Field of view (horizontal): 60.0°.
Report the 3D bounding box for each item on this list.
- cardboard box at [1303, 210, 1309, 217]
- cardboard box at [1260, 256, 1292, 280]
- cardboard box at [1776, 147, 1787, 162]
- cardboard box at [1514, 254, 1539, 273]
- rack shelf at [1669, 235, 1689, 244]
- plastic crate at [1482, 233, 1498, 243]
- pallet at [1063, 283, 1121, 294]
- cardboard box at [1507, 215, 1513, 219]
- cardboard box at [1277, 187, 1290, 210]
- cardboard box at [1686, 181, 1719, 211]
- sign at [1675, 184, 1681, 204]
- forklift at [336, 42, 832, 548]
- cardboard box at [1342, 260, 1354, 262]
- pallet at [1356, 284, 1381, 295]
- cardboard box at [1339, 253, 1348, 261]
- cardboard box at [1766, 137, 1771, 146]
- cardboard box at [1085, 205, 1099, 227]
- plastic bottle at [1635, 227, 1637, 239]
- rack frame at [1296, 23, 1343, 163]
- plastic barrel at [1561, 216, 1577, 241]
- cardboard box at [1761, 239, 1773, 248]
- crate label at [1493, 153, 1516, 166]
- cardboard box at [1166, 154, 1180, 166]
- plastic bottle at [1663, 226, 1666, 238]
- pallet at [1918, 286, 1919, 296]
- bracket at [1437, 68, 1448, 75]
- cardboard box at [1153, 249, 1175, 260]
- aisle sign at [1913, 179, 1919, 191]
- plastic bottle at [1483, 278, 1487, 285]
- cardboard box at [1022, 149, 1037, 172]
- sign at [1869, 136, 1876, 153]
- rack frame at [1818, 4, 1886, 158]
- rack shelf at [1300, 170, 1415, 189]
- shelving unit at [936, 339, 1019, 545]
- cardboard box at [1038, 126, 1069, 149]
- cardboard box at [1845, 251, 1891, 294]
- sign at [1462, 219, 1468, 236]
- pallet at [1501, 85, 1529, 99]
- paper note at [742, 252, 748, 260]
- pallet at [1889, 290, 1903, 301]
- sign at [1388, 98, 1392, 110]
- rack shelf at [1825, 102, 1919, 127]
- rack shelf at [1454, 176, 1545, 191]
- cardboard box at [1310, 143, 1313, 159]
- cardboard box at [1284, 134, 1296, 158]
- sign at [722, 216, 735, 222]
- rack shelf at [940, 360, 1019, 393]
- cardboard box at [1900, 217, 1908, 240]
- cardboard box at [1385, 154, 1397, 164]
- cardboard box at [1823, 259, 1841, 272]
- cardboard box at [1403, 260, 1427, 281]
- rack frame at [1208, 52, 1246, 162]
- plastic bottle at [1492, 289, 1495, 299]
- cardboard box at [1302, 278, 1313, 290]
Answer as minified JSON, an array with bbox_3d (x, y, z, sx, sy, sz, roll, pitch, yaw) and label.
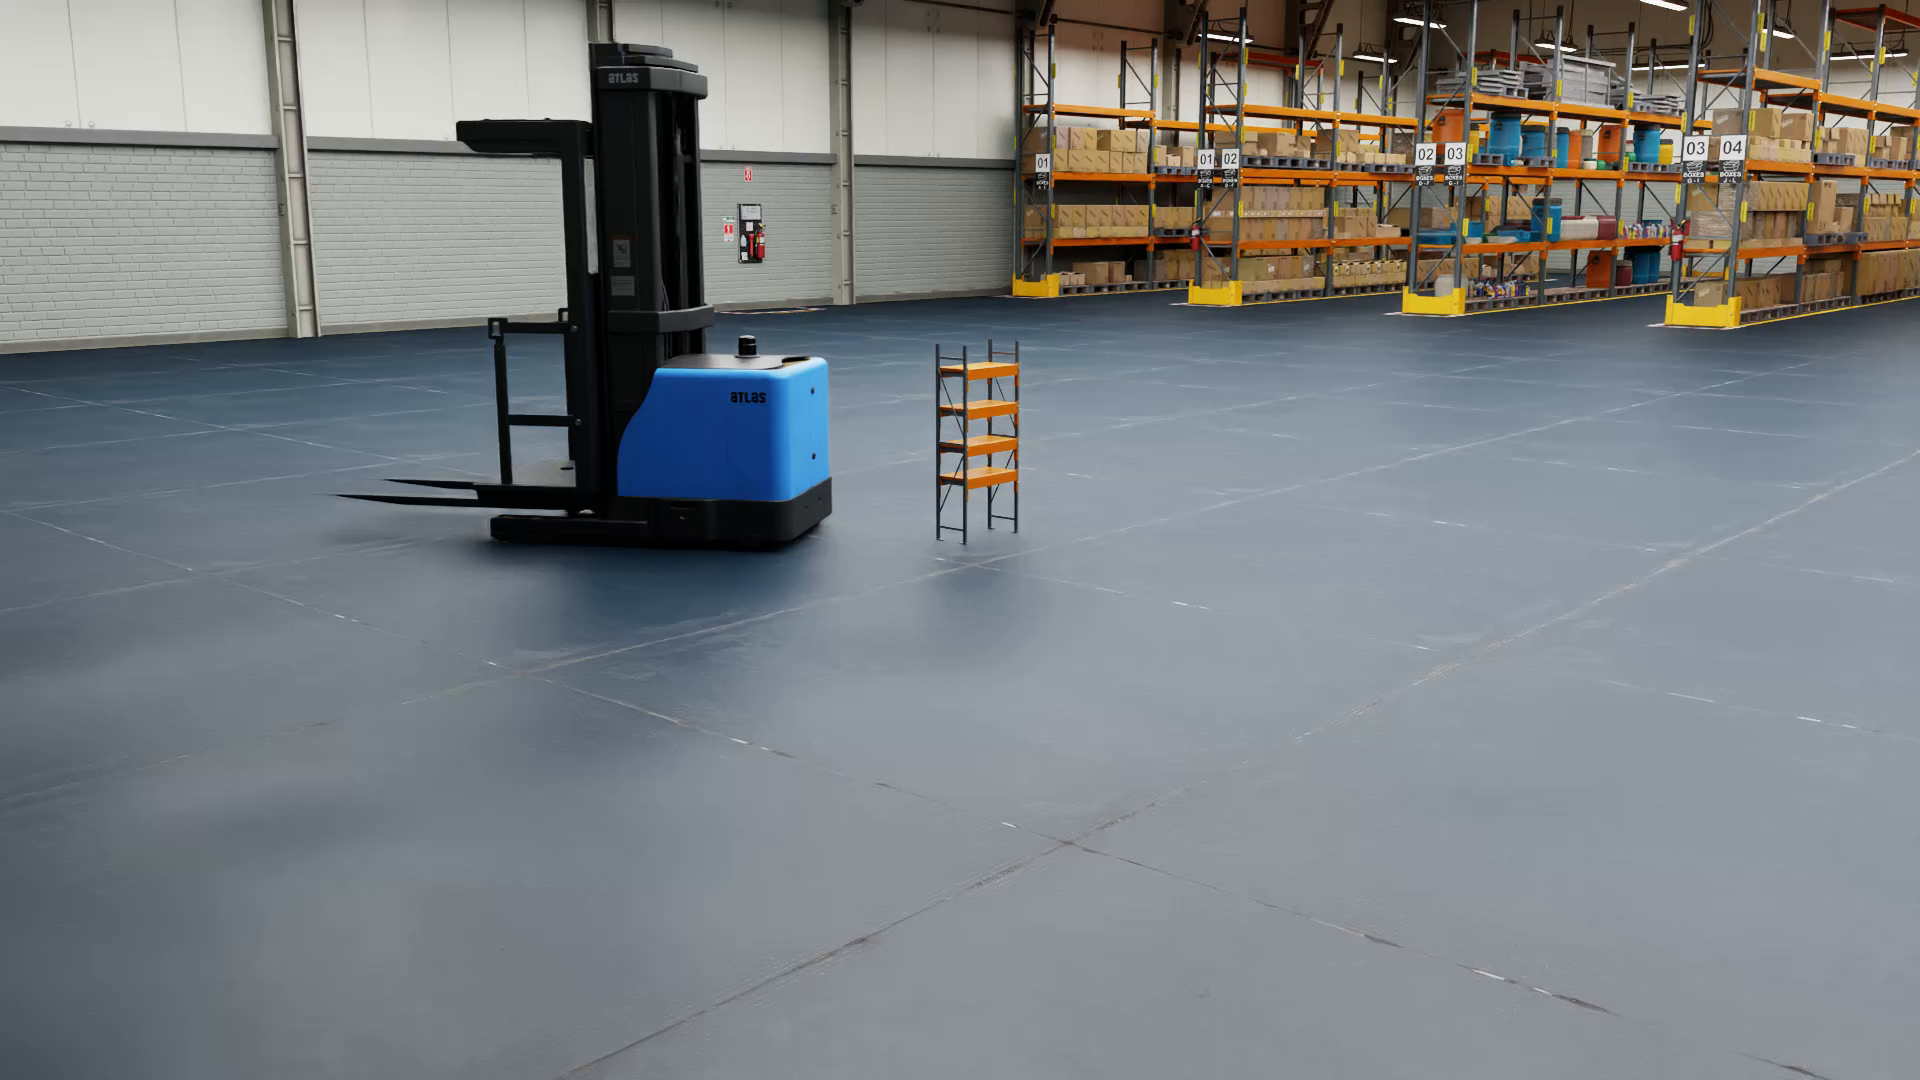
[{"bbox_3d":[7.534,-7.257,36.977,0.380,0.149,0.250,10,15,40],"label":"cardboard box"},{"bbox_3d":[6.933,-5.979,36.521,0.500,0.500,0.500,10,15,40],"label":"cardboard box"},{"bbox_3d":[14.377,-6.863,29.638,0.500,0.250,0.500,10,15,42],"label":"cardboard box"},{"bbox_3d":[15.808,-7.715,46.440,0.500,0.500,0.500,10,15,40],"label":"cardboard box"},{"bbox_3d":[18.380,-7.549,42.186,1.077,0.370,4.000,10,15,40],"label":"rack shelf"},{"bbox_3d":[10.671,-6.164,33.953,0.450,0.188,0.662,10,15,40],"label":"plastic crate"},{"bbox_3d":[3.115,-6.060,40.015,1.003,0.211,1.213,10,15,40],"label":"pallet"},{"bbox_3d":[14.550,-8.487,44.787,0.500,0.500,0.500,10,15,40],"label":"cardboard box"},{"bbox_3d":[6.779,-7.469,36.382,0.700,0.500,0.500,10,15,40],"label":"cardboard box"},{"bbox_3d":[13.036,-6.000,29.025,0.500,0.500,0.500,10,15,40],"label":"cardboard box"},{"bbox_3d":[12.455,-5.999,28.827,0.100,0.325,0.005,10,15,40],"label":"sign"},{"bbox_3d":[-2.393,-1.511,10.294,3.031,2.935,1.130,2,12,11],"label":"forklift"},{"bbox_3d":[9.456,-6.601,40.116,0.500,0.311,0.500,9,15,39],"label":"cardboard box"},{"bbox_3d":[9.323,-5.998,39.703,1.003,0.211,1.213,10,15,40],"label":"pallet"},{"bbox_3d":[10.863,-8.114,48.488,0.700,0.500,0.500,10,15,42],"label":"cardboard box"},{"bbox_3d":[13.929,-6.950,29.057,0.380,0.149,0.250,10,15,40],"label":"cardboard box"},{"bbox_3d":[2.917,-7.605,39.047,0.500,0.500,0.500,9,14,39],"label":"cardboard box"},{"bbox_3d":[15.655,-7.128,38.567,0.097,0.271,0.097,0,11,0],"label":"plastic bottle"},{"bbox_3d":[8.061,-10.014,37.371,1.000,3.000,0.127,10,15,40],"label":"rack frame"},{"bbox_3d":[13.059,-6.718,35.840,0.433,0.535,0.433,0,11,0],"label":"plastic barrel"},{"bbox_3d":[14.289,-5.298,29.719,0.380,0.149,0.250,10,15,40],"label":"cardboard box"},{"bbox_3d":[10.622,-7.473,32.689,0.502,0.251,0.408,10,15,40],"label":"crate label"},{"bbox_3d":[5.165,-9.506,41.641,0.500,0.311,0.500,10,15,42],"label":"cardboard box"},{"bbox_3d":[16.924,-7.411,39.955,0.061,0.283,0.133,10,15,40],"label":"plastic bottle"},{"bbox_3d":[22.146,-5.882,39.122,1.003,0.211,1.213,10,15,40],"label":"pallet"},{"bbox_3d":[15.496,-15.057,53.433,0.235,0.232,0.430,10,15,40],"label":"bracket"},{"bbox_3d":[5.099,-7.245,42.171,0.500,0.250,0.500,9,15,39],"label":"cardboard box"},{"bbox_3d":[23.243,-8.880,40.376,0.394,0.787,0.004,10,15,40],"label":"aisle sign"},{"bbox_3d":[10.934,-5.282,34.640,0.144,0.351,0.185,10,15,42],"label":"plastic bottle"},{"bbox_3d":[1.782,-8.747,38.382,0.500,0.500,0.500,-11,16,-43],"label":"cardboard box"},{"bbox_3d":[18.546,-8.033,33.793,0.100,0.325,0.005,10,15,40],"label":"sign"},{"bbox_3d":[18.140,-9.321,33.902,1.000,3.000,0.127,10,15,40],"label":"rack frame"},{"bbox_3d":[9.381,-8.484,39.209,1.077,0.370,4.000,10,15,40],"label":"rack shelf"},{"bbox_3d":[0.109,-0.613,10.216,0.258,1.200,0.503,10,15,40],"label":"shelving unit"},{"bbox_3d":[2.133,-9.169,37.939,0.500,0.500,0.500,8,14,36],"label":"cardboard box"},{"bbox_3d":[19.205,-5.772,35.804,1.225,0.875,0.875,10,15,41],"label":"cardboard box"},{"bbox_3d":[9.549,-5.906,31.417,0.100,0.325,0.005,10,15,40],"label":"sign"},{"bbox_3d":[10.450,-8.779,32.692,1.003,0.211,1.213,10,15,40],"label":"pallet"},{"bbox_3d":[-4.280,-5.647,33.077,0.016,0.148,0.142,10,15,40],"label":"paper note"},{"bbox_3d":[20.328,-5.477,37.092,1.003,0.211,1.213,10,15,40],"label":"pallet"},{"bbox_3d":[12.657,-12.844,48.954,0.100,0.325,0.005,10,15,40],"label":"sign"},{"bbox_3d":[19.460,-9.066,35.485,1.077,0.370,4.000,10,15,40],"label":"rack shelf"},{"bbox_3d":[14.662,-9.661,45.102,1.077,0.370,4.000,10,15,40],"label":"rack shelf"},{"bbox_3d":[9.904,-11.042,47.318,0.500,0.500,0.500,10,15,40],"label":"cardboard box"},{"bbox_3d":[6.879,-8.642,36.469,0.637,0.503,0.797,-10,15,-41],"label":"cardboard box"},{"bbox_3d":[-4.544,-6.305,32.678,0.001,0.109,0.331,10,15,40],"label":"sign"},{"bbox_3d":[0.109,-0.998,10.139,0.258,0.148,0.480,10,15,40],"label":"rack shelf"},{"bbox_3d":[20.677,-6.912,36.905,0.500,0.500,0.500,10,15,41],"label":"cardboard box"},{"bbox_3d":[10.111,-9.110,39.817,0.500,0.250,0.500,10,15,42],"label":"cardboard box"},{"bbox_3d":[17.720,-5.634,34.105,0.500,0.250,0.500,11,15,43],"label":"cardboard box"},{"bbox_3d":[11.216,-6.680,41.257,0.500,0.500,0.500,11,15,43],"label":"cardboard box"},{"bbox_3d":[6.977,-11.242,43.522,1.000,3.000,0.127,10,15,40],"label":"rack frame"},{"bbox_3d":[10.638,-4.927,33.244,0.097,0.201,0.097,0,11,0],"label":"plastic bottle"},{"bbox_3d":[7.581,-5.761,37.342,0.500,0.250,0.500,10,15,40],"label":"cardboard box"}]
